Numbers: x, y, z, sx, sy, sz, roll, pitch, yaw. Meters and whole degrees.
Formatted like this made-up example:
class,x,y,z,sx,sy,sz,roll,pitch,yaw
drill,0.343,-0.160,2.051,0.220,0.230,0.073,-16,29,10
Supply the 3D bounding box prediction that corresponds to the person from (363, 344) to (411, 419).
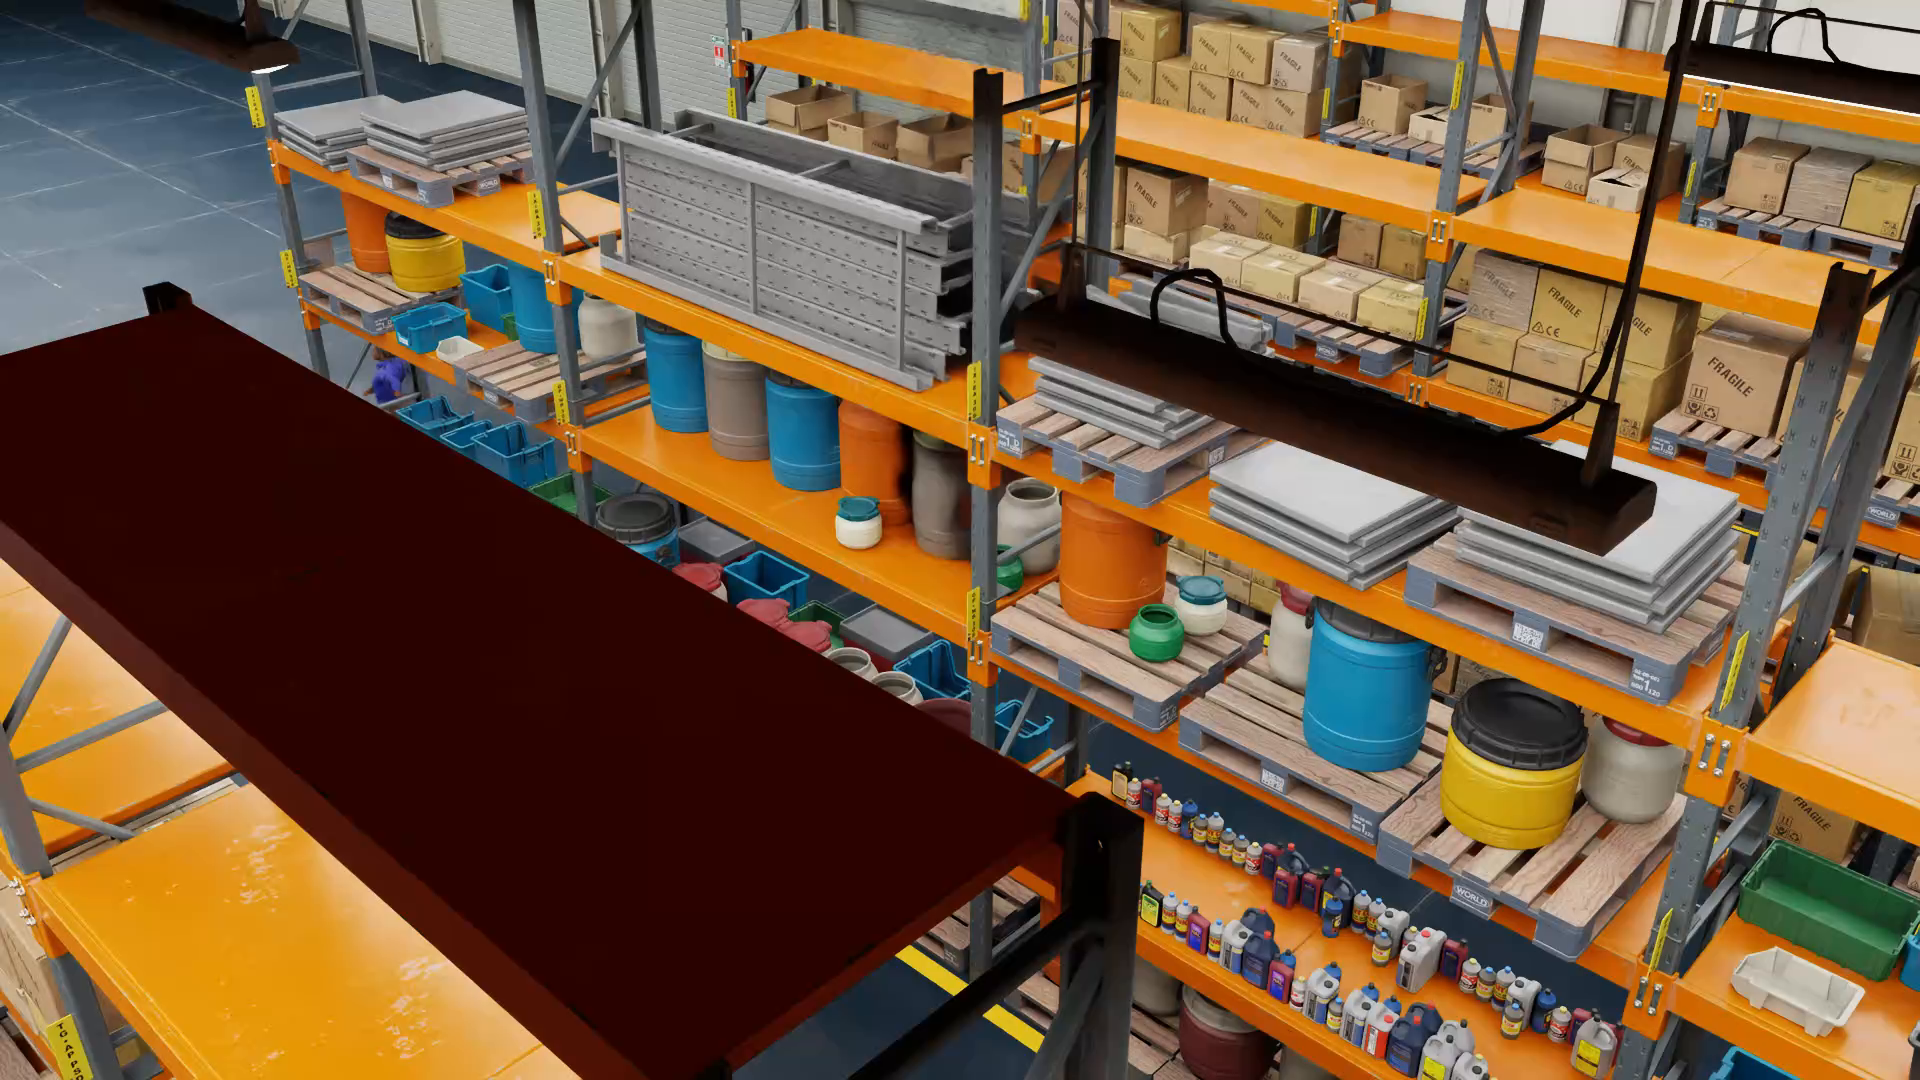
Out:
class,x,y,z,sx,sy,sz,roll,pitch,yaw
person,-5.677,-1.265,16.765,0.841,1.644,0.595,2,29,4
